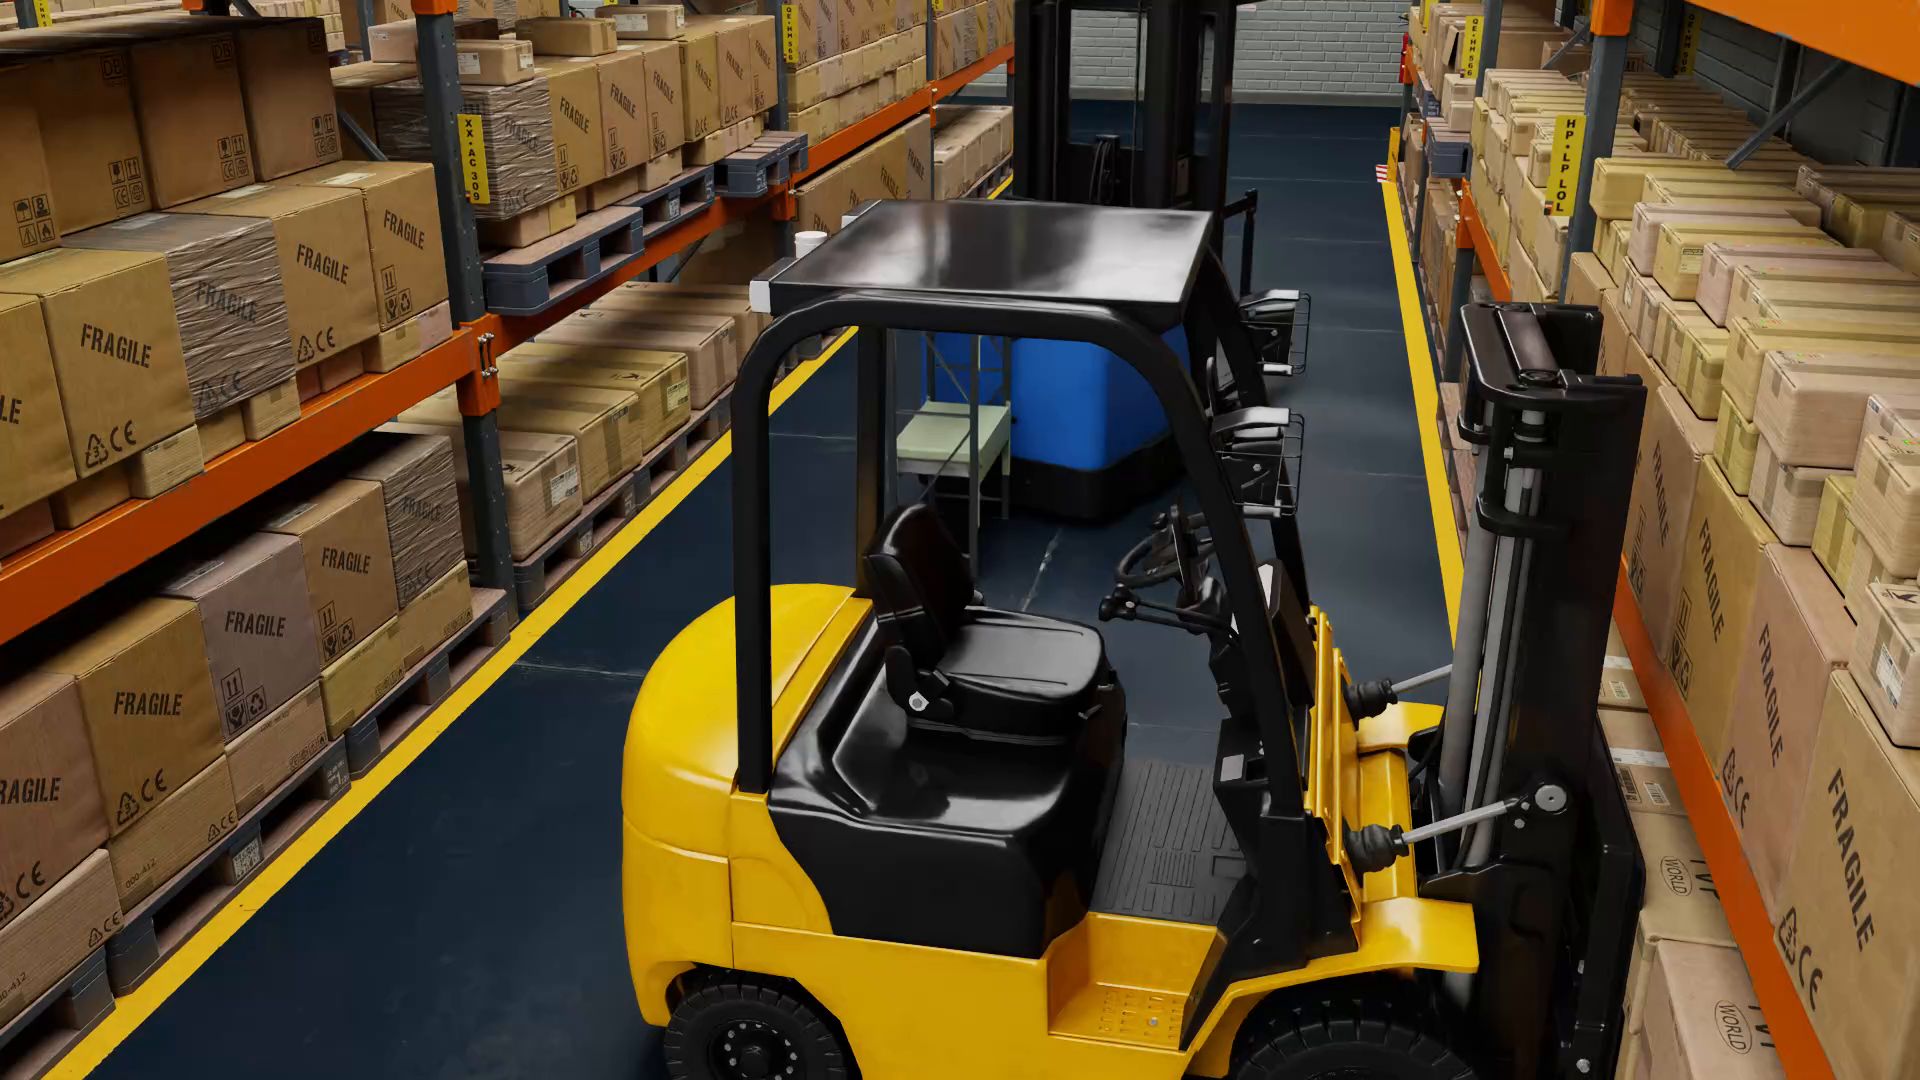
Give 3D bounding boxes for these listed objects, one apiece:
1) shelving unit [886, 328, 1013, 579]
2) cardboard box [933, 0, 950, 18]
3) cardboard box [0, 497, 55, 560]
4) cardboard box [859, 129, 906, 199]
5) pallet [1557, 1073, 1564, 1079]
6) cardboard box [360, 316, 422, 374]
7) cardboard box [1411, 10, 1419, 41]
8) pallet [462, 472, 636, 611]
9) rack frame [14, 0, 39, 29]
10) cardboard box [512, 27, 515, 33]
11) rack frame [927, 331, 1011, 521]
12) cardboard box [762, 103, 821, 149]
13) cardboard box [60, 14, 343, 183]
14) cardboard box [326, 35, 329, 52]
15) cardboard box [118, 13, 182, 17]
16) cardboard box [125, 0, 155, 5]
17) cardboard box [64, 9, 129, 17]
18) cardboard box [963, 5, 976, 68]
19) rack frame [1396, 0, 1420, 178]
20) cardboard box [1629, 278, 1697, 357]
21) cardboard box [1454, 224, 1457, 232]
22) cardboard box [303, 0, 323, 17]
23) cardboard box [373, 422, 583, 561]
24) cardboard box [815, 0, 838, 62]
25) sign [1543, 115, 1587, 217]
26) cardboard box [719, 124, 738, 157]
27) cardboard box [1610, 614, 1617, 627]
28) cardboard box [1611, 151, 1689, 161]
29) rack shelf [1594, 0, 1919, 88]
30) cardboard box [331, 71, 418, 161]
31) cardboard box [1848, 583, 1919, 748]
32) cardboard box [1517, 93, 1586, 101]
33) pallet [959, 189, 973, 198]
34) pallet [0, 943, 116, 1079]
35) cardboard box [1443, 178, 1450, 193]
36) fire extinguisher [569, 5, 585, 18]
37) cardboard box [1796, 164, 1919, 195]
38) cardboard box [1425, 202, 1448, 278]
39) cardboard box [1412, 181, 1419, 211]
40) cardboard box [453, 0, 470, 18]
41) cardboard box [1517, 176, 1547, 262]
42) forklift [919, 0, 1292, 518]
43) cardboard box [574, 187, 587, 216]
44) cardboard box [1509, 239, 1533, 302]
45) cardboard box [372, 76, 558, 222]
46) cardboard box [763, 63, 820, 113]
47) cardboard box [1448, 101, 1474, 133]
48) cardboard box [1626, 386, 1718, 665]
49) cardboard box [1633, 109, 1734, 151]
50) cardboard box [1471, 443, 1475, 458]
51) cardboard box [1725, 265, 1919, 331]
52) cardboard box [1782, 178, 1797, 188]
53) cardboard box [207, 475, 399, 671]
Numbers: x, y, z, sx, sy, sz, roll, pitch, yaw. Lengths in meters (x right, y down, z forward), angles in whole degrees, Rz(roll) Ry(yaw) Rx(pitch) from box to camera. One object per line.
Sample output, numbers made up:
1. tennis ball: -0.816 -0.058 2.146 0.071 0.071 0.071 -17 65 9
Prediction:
1. shelving unit: -0.038 -0.675 7.522 0.431 1.500 0.755 5 22 12
2. cardboard box: -0.385 -4.650 13.911 0.500 0.500 0.500 5 22 11
3. cardboard box: -2.613 -0.059 4.321 0.380 0.149 0.250 5 23 13
4. cardboard box: -0.944 -2.629 12.649 0.875 0.875 0.875 5 22 12
5. pallet: 2.059 1.348 4.225 1.003 0.211 1.213 4 22 11
6. cardboard box: -2.163 -0.709 5.935 0.380 0.149 0.250 5 22 12
7. cardboard box: 4.498 -4.808 15.580 0.500 0.250 0.500 5 22 11
8. pallet: -2.194 -0.049 7.694 1.003 0.211 1.213 4 22 11
9. rack frame: -6.402 -2.861 10.943 1.000 3.000 0.127 4 22 11
10. cardboard box: -4.712 -5.254 17.219 0.380 0.149 0.250 5 22 12
11. rack frame: 0.042 -0.808 7.853 0.400 1.500 0.023 5 22 12
12. cardboard box: -1.189 -2.611 10.522 0.500 0.250 0.500 4 22 10
13. cardboard box: -2.653 -1.562 5.846 0.700 0.500 0.500 4 22 10
14. cardboard box: -5.525 -4.147 13.909 0.380 0.149 0.250 5 22 11
15. cardboard box: -5.903 -3.754 12.136 0.380 0.149 0.250 6 23 13
16. cardboard box: -9.443 -6.073 18.720 0.500 0.250 0.500 4 22 10
17. cardboard box: -6.484 -3.902 12.506 0.380 0.149 0.250 6 23 14
18. cardboard box: -0.152 -4.547 14.994 0.500 0.500 0.500 5 22 11
19. rack frame: 4.957 -5.070 16.426 1.000 3.000 0.127 4 22 11
20. cardboard box: 1.931 -0.559 4.224 0.380 0.149 0.250 4 22 10
21. cardboard box: 3.300 -1.875 10.410 0.380 0.149 0.250 4 22 9
22. cardboard box: -5.530 -4.418 13.787 0.380 0.149 0.250 4 22 9
23. cardboard box: -2.247 -0.226 7.355 0.950 0.372 0.625 5 22 12
24. cardboard box: -1.103 -3.375 10.746 0.500 0.500 0.500 5 22 11
25. sign: 1.975 -1.219 5.422 0.100 0.325 0.005 4 22 11
26. cardboard box: -1.422 -2.171 9.002 0.380 0.149 0.250 3 22 8
27. cardboard box: 1.988 0.275 4.935 0.500 0.250 0.500 4 22 11
28. cardboard box: 2.497 -1.351 6.192 0.380 0.149 0.250 4 22 11
29. rack shelf: 2.100 -1.007 3.287 1.077 0.370 4.000 4 22 11
30. cardboard box: -2.482 -1.624 6.776 0.500 0.500 0.500 4 22 10
31. cardboard box: 1.512 0.191 2.363 0.380 0.149 0.250 5 22 12
32. cardboard box: 2.828 -2.013 7.834 0.380 0.149 0.250 5 22 11
33. pallet: -0.487 -2.962 14.927 1.003 0.211 1.213 4 22 11
34. pallet: -2.952 1.376 4.154 1.003 0.211 1.213 4 22 11
35. cardboard box: 3.785 -2.630 12.284 0.380 0.149 0.250 3 22 8
36. fire extinguisher: -4.266 -5.635 18.433 0.296 0.674 0.183 4 22 11
37. cardboard box: 2.739 -1.026 4.987 0.380 0.149 0.250 5 22 11
38. cardboard box: 3.617 -2.105 11.848 0.500 0.500 0.500 4 22 9
39. cardboard box: 4.040 -2.890 14.112 0.396 0.266 0.258 5 23 13
40. cardboard box: -5.006 -5.033 15.804 0.500 0.500 0.500 4 22 10
41. cardboard box: 2.456 -1.231 6.427 0.500 0.250 0.500 4 22 10
42. forklift: 0.987 -1.965 8.809 1.130 2.935 3.031 13 25 29
43. cardboard box: -1.887 -1.514 7.373 0.380 0.149 0.250 6 23 14
44. cardboard box: 2.452 -1.000 6.522 0.500 0.250 0.500 4 22 11
45. cardboard box: -1.975 -1.587 6.684 0.500 0.500 0.500 5 22 12
46. cardboard box: -1.190 -2.850 10.446 0.500 0.250 0.500 4 22 11
47. cardboard box: 3.083 -2.492 9.799 0.380 0.149 0.250 5 22 12
48. cardboard box: 1.847 -0.026 3.768 0.500 0.500 0.500 5 22 11
49. cardboard box: 3.162 -1.794 7.290 0.380 0.149 0.250 5 22 12
50. cardboard box: 3.058 -0.770 8.368 0.875 0.625 0.625 5 23 13
51. cardboard box: 1.934 -0.503 3.686 0.380 0.149 0.250 5 22 11
52. cardboard box: 2.790 -1.140 5.668 0.380 0.149 0.250 4 22 10
53. cardboard box: -2.312 0.098 5.710 0.500 0.500 0.500 5 22 12
